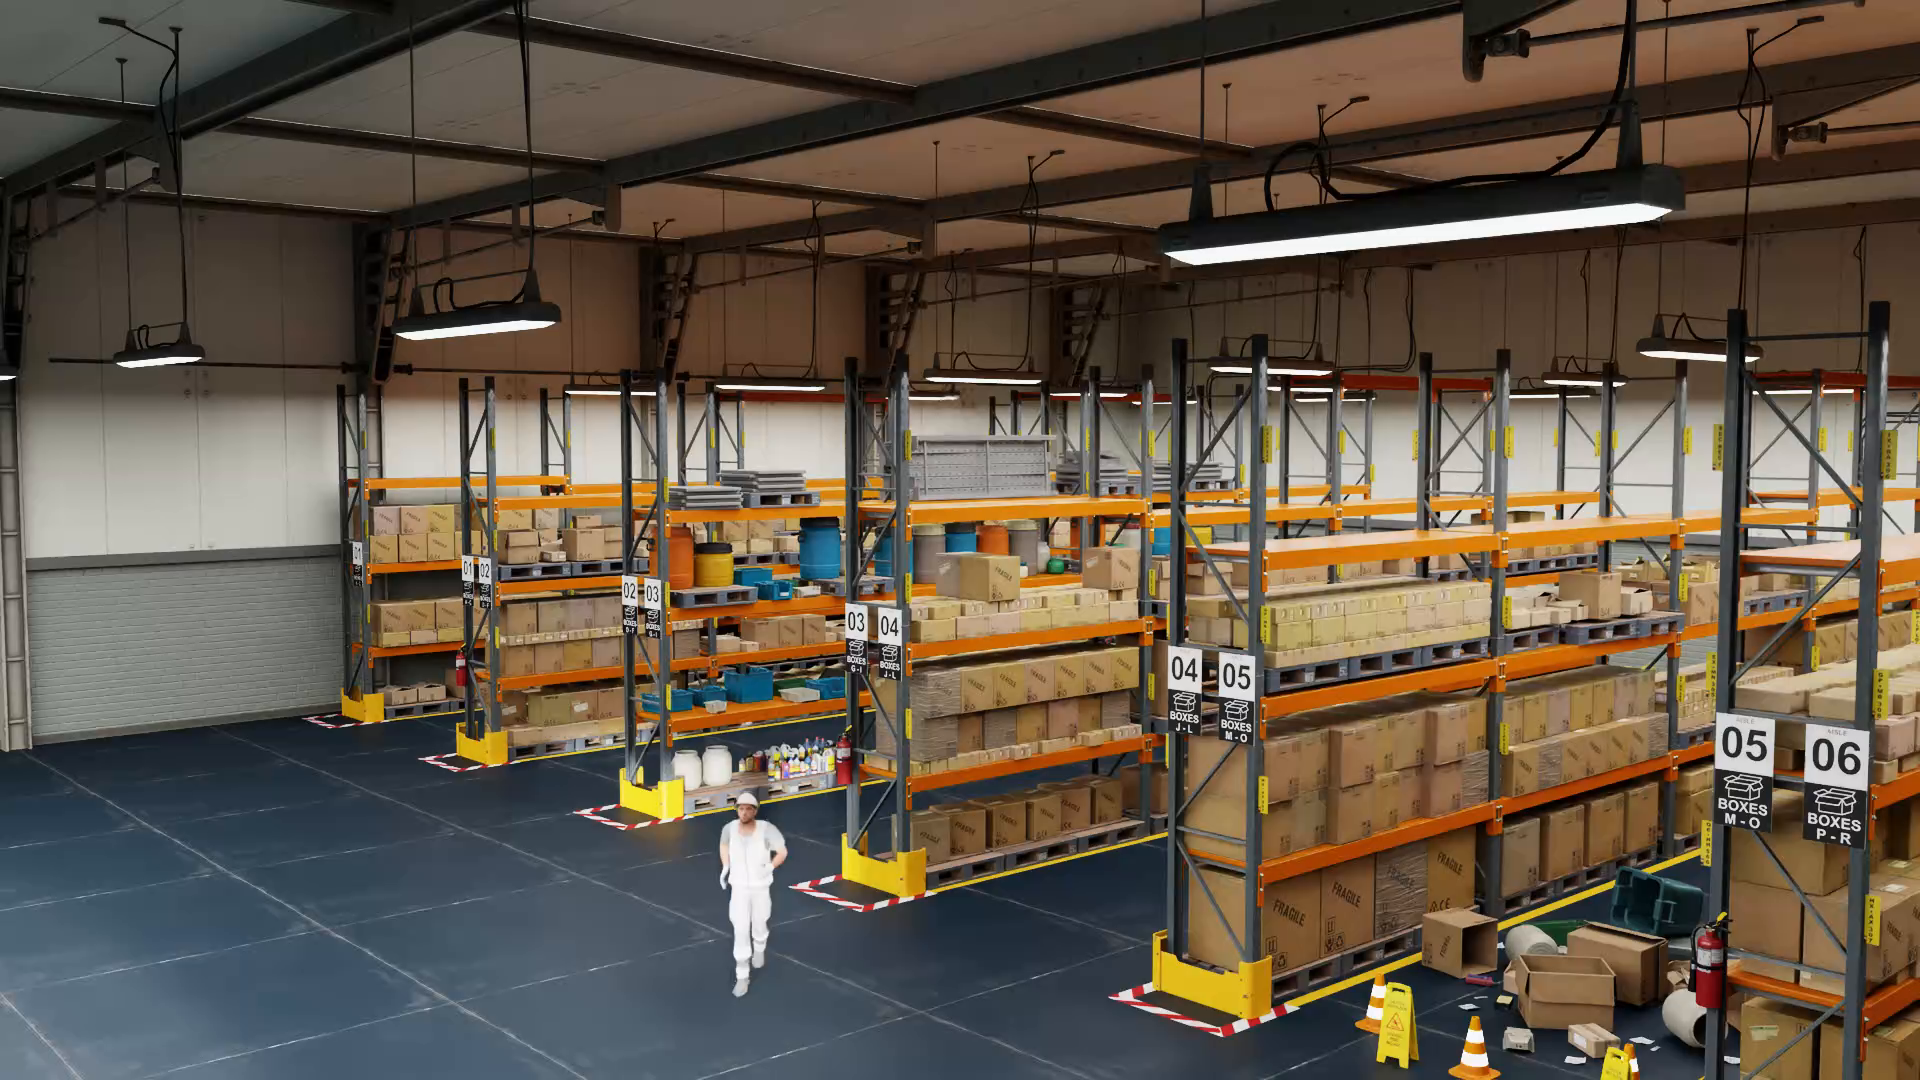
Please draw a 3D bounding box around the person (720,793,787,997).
[{"bbox_3d":[-1.931,3.229,15.514,0.649,1.794,0.924,0,4,-1],"label":"person"}]
